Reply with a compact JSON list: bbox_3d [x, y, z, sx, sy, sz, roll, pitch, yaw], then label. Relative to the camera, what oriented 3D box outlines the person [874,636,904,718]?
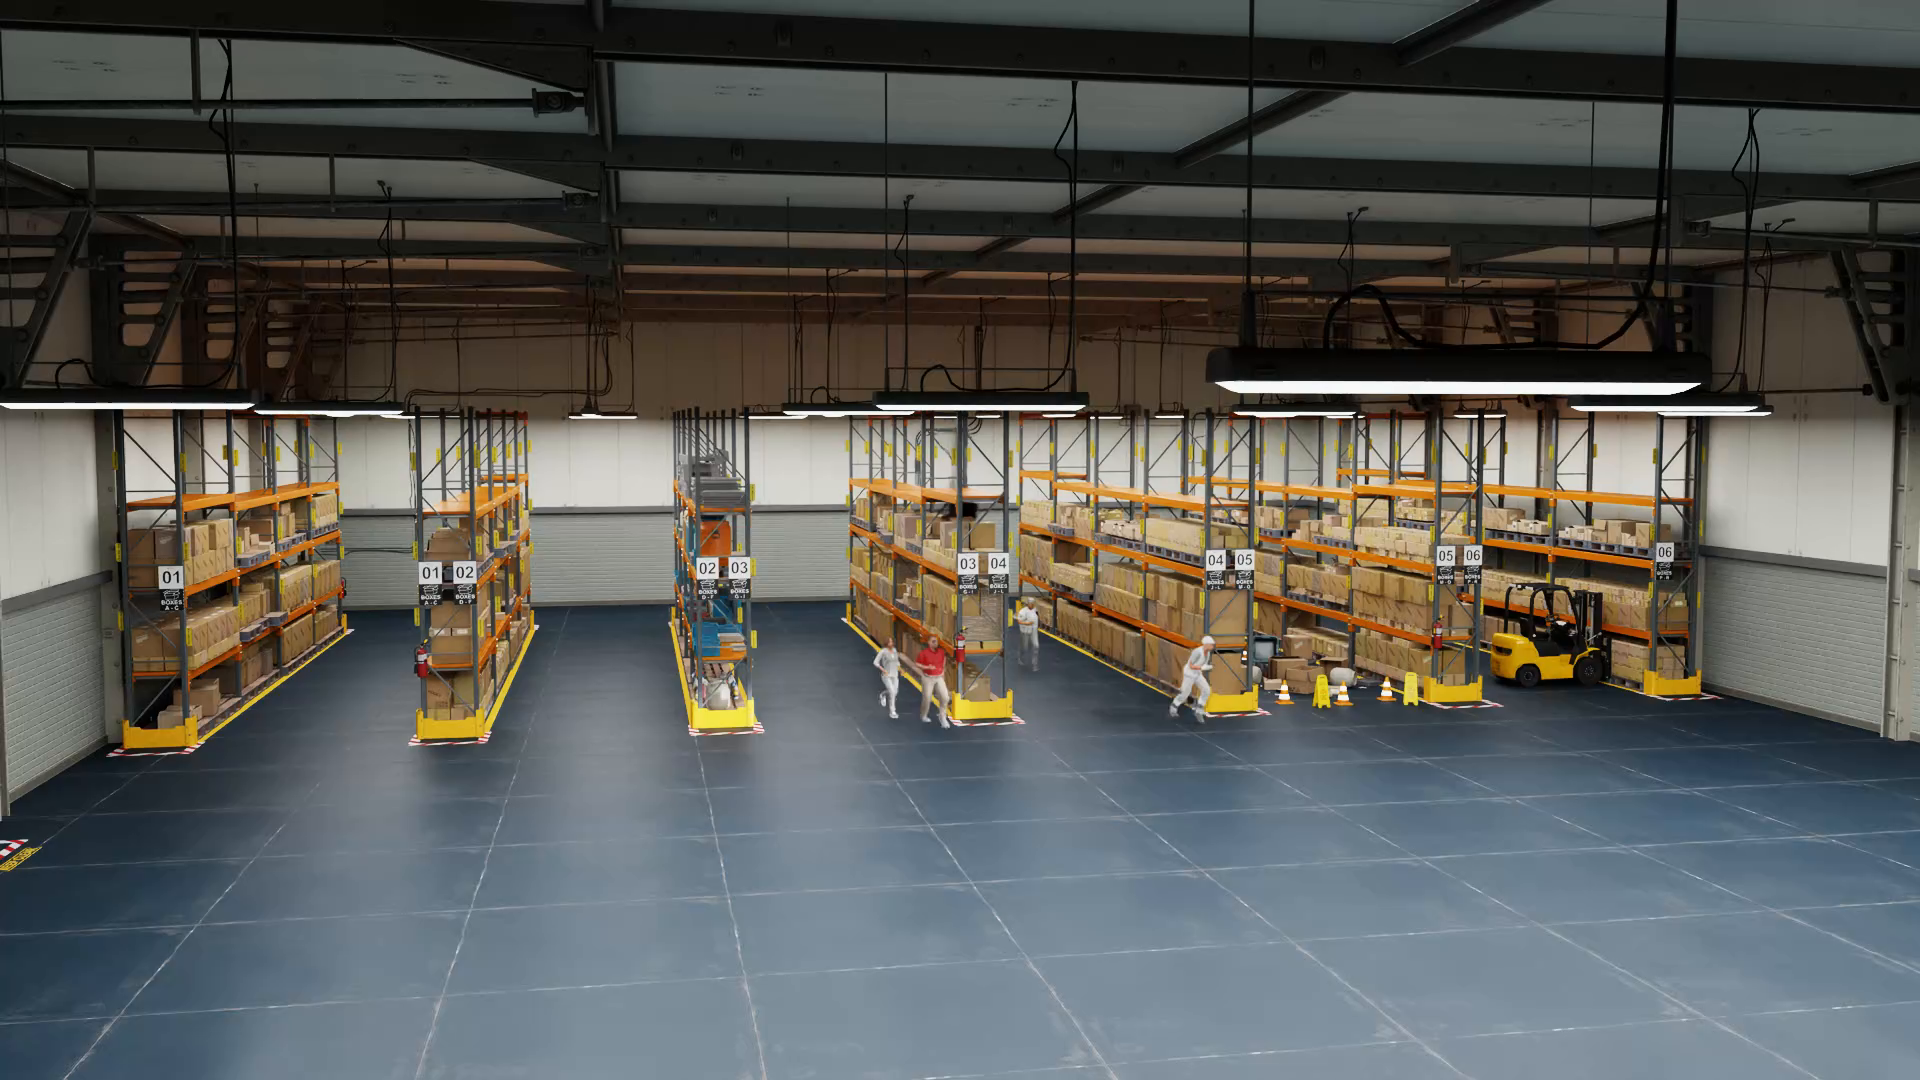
[{"bbox_3d":[-1.415,2.654,32.362,0.541,1.573,0.650,-3,5,-37],"label":"person"}]

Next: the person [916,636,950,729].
[{"bbox_3d":[-0.523,2.662,31.215,0.689,1.759,0.818,-2,4,-23],"label":"person"}]

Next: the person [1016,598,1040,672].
[{"bbox_3d":[1.576,2.170,38.463,0.627,1.704,0.891,-2,5,-28],"label":"person"}]

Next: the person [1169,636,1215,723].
[{"bbox_3d":[4.446,2.656,31.748,1.008,1.710,0.707,3,5,40],"label":"person"}]
